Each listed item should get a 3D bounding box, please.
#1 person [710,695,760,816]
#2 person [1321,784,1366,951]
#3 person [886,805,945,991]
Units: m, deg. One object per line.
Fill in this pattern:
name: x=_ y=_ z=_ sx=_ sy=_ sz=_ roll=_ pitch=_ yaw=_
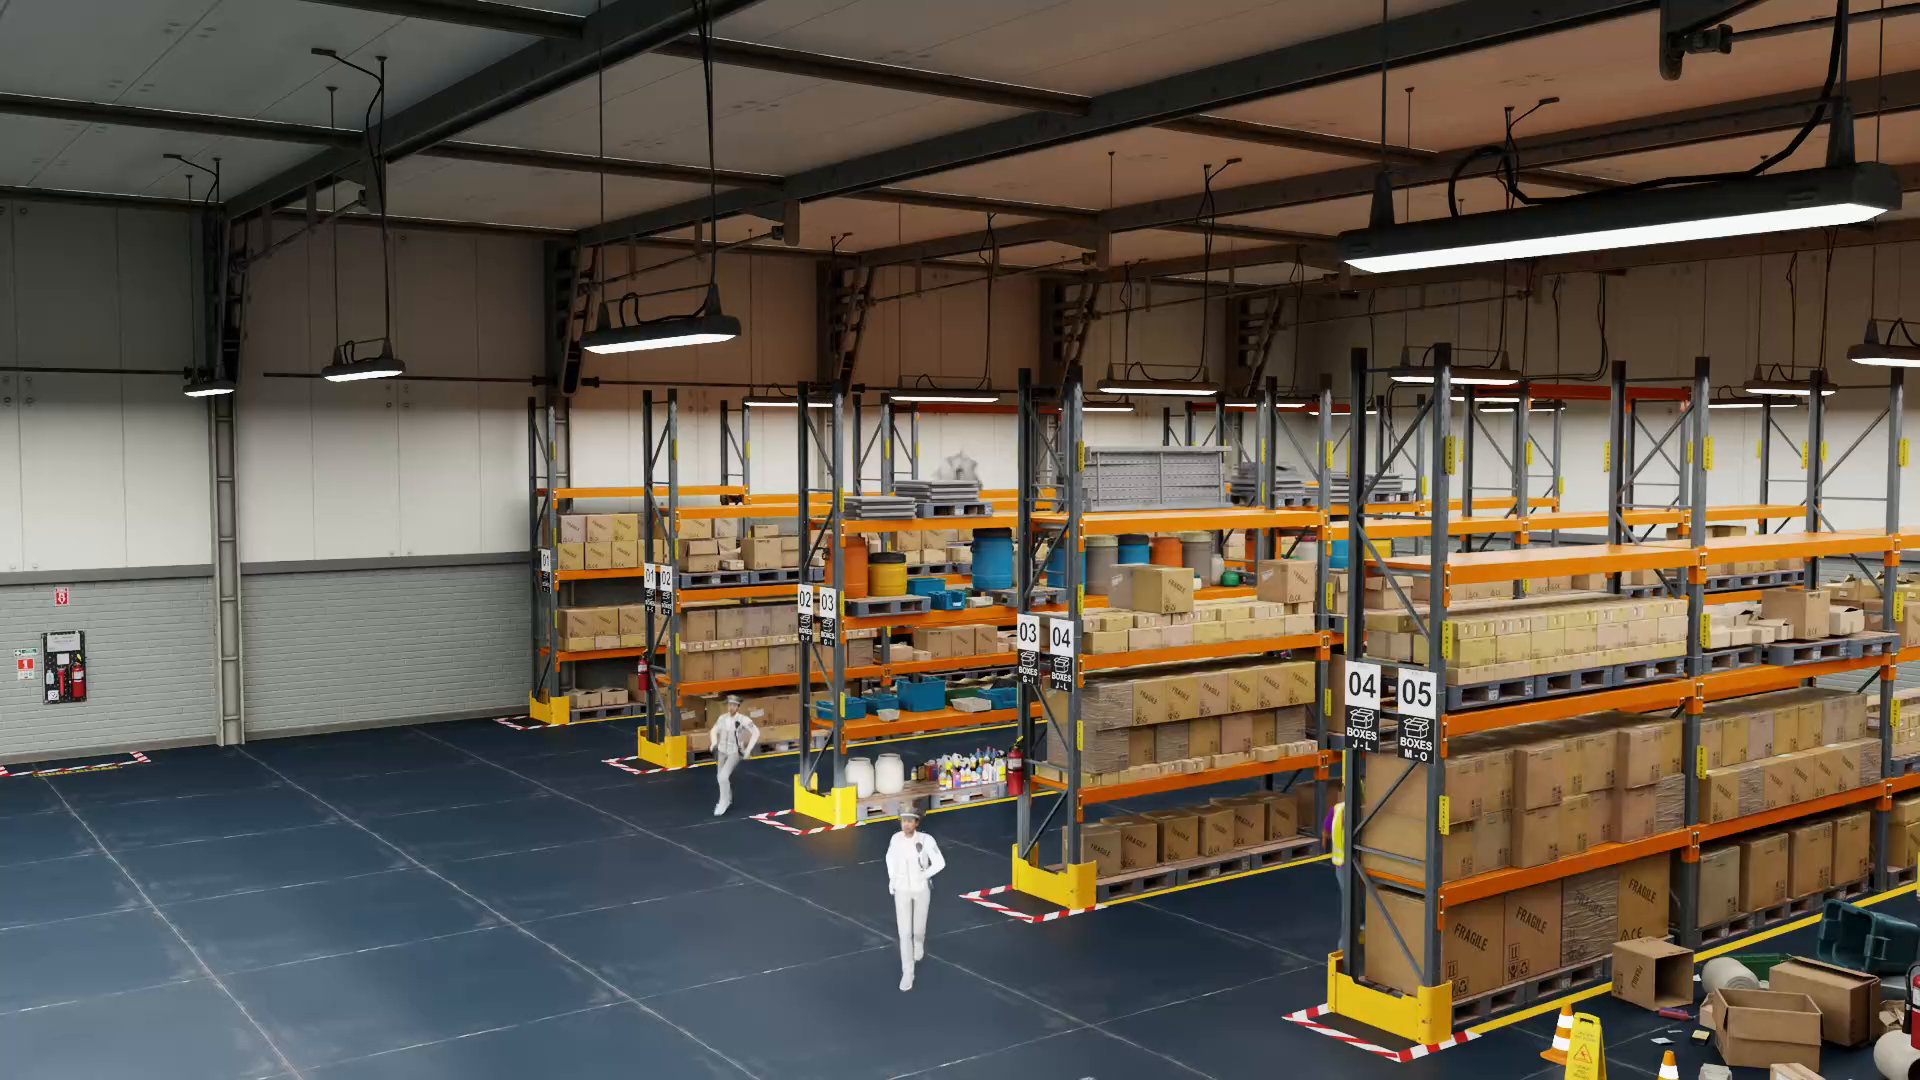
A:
person: x=-3.170 y=2.980 z=23.087 sx=0.675 sy=1.690 sz=0.641 roll=2 pitch=4 yaw=26
person: x=3.943 y=3.291 z=16.727 sx=0.851 sy=1.807 sz=0.681 roll=-3 pitch=4 yaw=-40
person: x=-0.441 y=3.380 z=16.011 sx=0.607 sy=1.705 sz=0.829 roll=1 pitch=3 yaw=9
